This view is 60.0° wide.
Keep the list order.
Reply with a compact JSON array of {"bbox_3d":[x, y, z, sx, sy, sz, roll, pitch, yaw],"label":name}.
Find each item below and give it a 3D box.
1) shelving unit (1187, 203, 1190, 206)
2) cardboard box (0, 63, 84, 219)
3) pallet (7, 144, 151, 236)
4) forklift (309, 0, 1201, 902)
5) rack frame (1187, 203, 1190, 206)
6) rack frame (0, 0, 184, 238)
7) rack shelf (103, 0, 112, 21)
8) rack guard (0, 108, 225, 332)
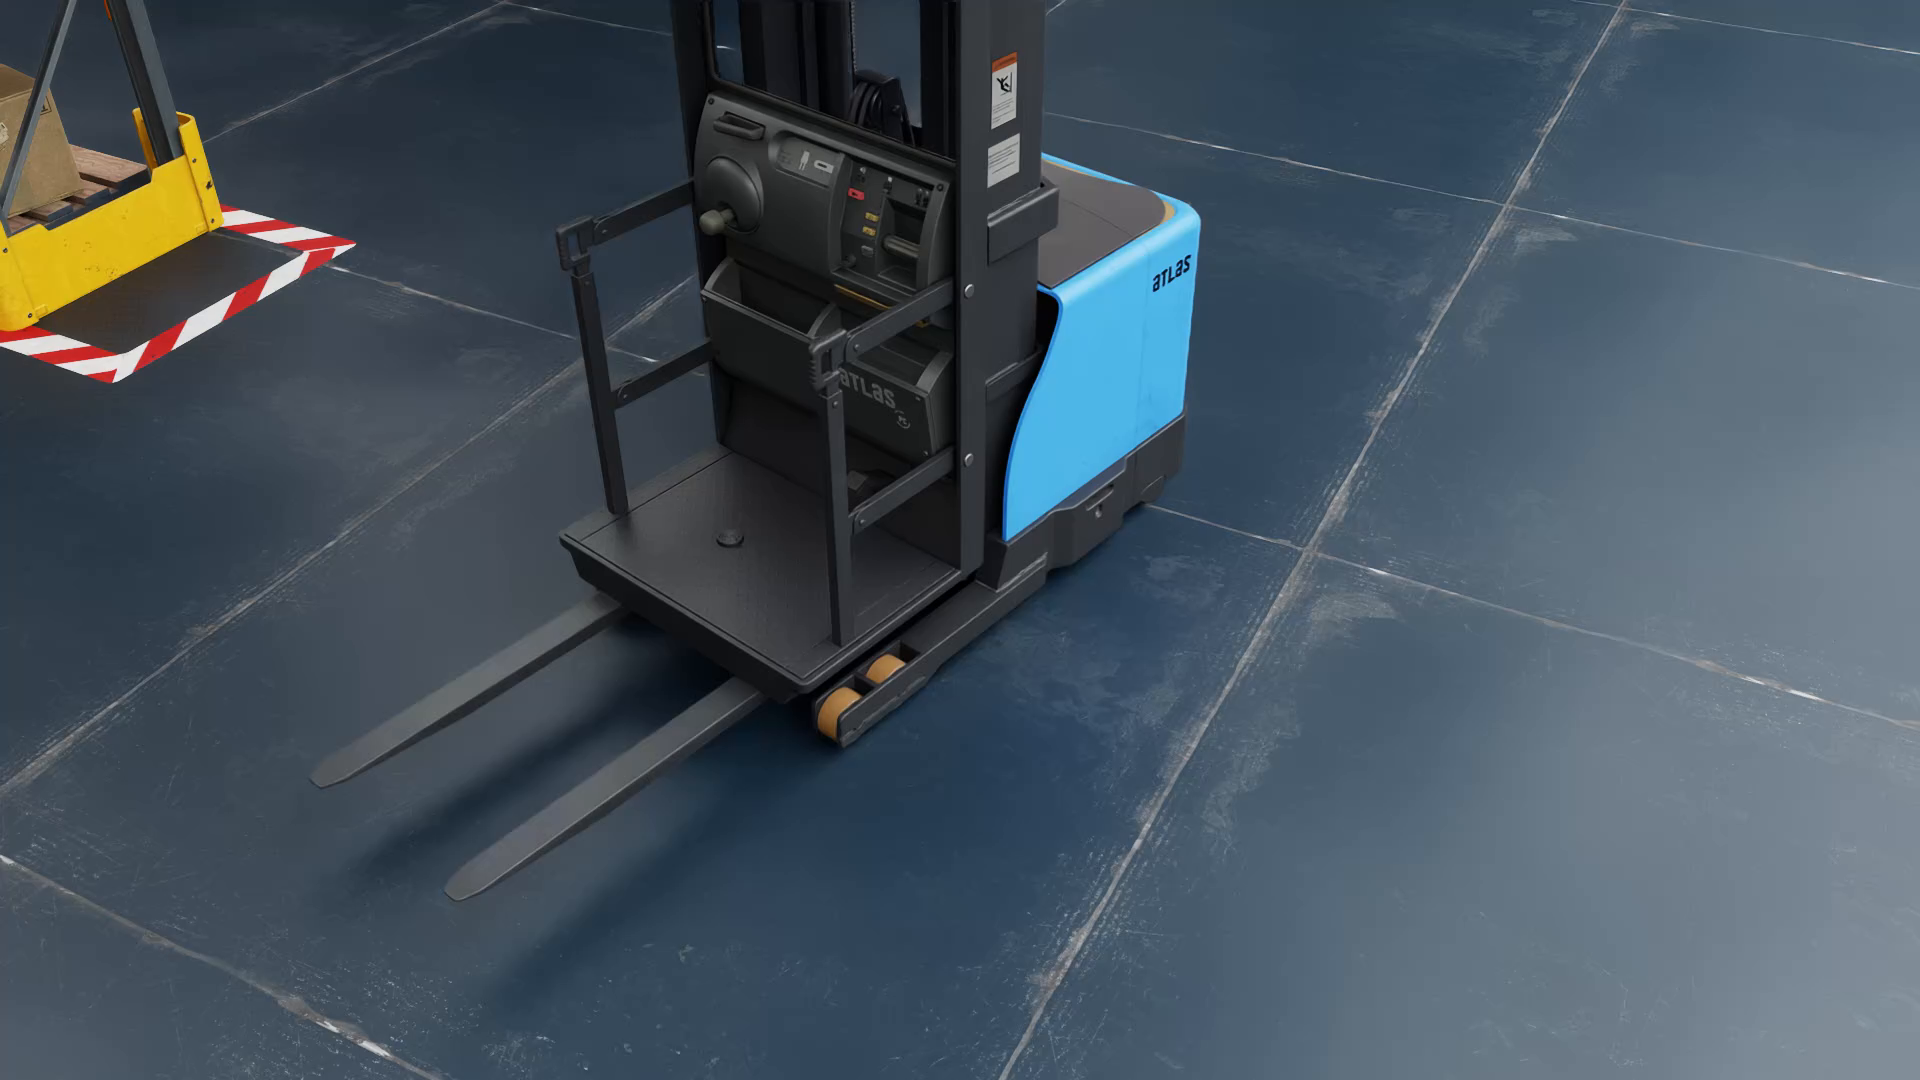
[{"bbox_3d":[0.649,-0.804,6.064,0.210,0.900,0.258,26,44,30],"label":"shelving unit"},{"bbox_3d":[-4.276,-1.739,7.281,0.500,0.500,0.500,25,44,29],"label":"cardboard box"},{"bbox_3d":[-4.502,-1.540,7.605,1.213,0.211,1.003,17,41,21],"label":"pallet"},{"bbox_3d":[-0.538,-0.906,4.520,1.130,2.935,3.031,27,45,31],"label":"forklift"},{"bbox_3d":[0.727,-0.765,6.013,0.006,0.900,0.240,26,44,30],"label":"rack frame"},{"bbox_3d":[-3.729,-2.385,6.411,0.127,3.000,1.000,17,41,21],"label":"rack frame"},{"bbox_3d":[-5.505,-2.655,7.361,4.000,0.370,1.077,17,41,21],"label":"rack shelf"},{"bbox_3d":[-3.797,-1.411,7.195,0.348,0.500,1.175,17,41,21],"label":"rack guard"}]
